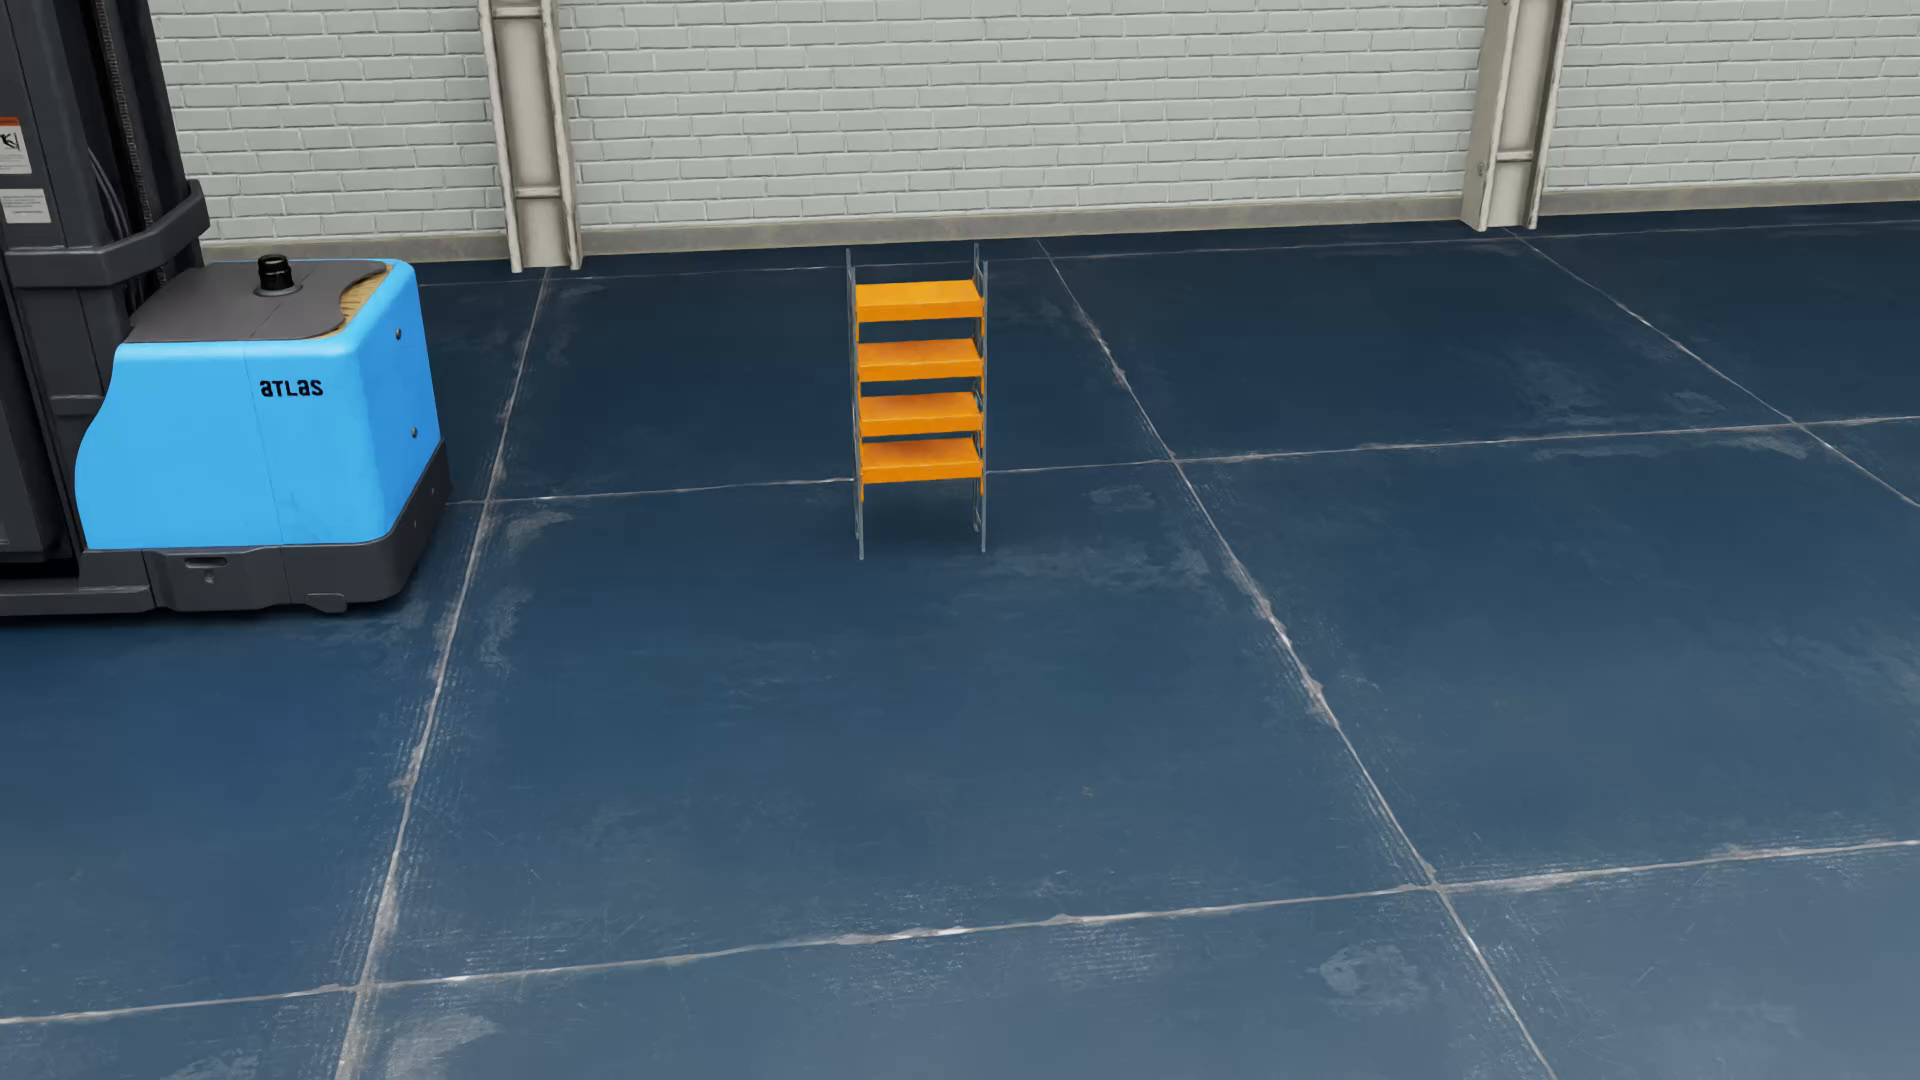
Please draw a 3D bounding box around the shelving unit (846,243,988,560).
[{"bbox_3d":[-0.164,-0.523,6.456,0.503,1.200,0.258,-4,27,-7],"label":"shelving unit"}]

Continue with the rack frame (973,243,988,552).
[{"bbox_3d":[0.078,-0.539,6.486,0.015,1.200,0.240,-4,27,-7],"label":"rack frame"}]

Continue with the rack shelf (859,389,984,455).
[{"bbox_3d":[-0.164,-0.463,6.486,0.480,0.148,0.258,-4,27,-7],"label":"rack shelf"}]

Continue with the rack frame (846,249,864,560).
[{"bbox_3d":[-0.406,-0.508,6.425,0.015,1.200,0.240,-4,27,-7],"label":"rack frame"}]

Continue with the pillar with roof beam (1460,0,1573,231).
[{"bbox_3d":[4.067,-4.102,4.887,0.400,9.000,9.100,-4,27,-7],"label":"pillar with roof beam"}]

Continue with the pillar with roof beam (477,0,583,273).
[{"bbox_3d":[-1.875,-3.720,4.144,0.400,9.000,9.100,-4,27,-7],"label":"pillar with roof beam"}]

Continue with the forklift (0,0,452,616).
[{"bbox_3d":[-3.625,-1.214,5.906,3.031,2.935,1.130,-1,27,-3],"label":"forklift"}]

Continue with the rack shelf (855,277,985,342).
[{"bbox_3d":[-0.164,-0.873,6.276,0.480,0.148,0.258,-4,27,-7],"label":"rack shelf"}]

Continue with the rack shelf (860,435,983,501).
[{"bbox_3d":[-0.164,-0.287,6.577,0.480,0.148,0.258,-4,27,-7],"label":"rack shelf"}]

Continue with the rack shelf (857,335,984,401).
[{"bbox_3d":[-0.164,-0.662,6.384,0.480,0.148,0.258,-4,27,-7],"label":"rack shelf"}]
